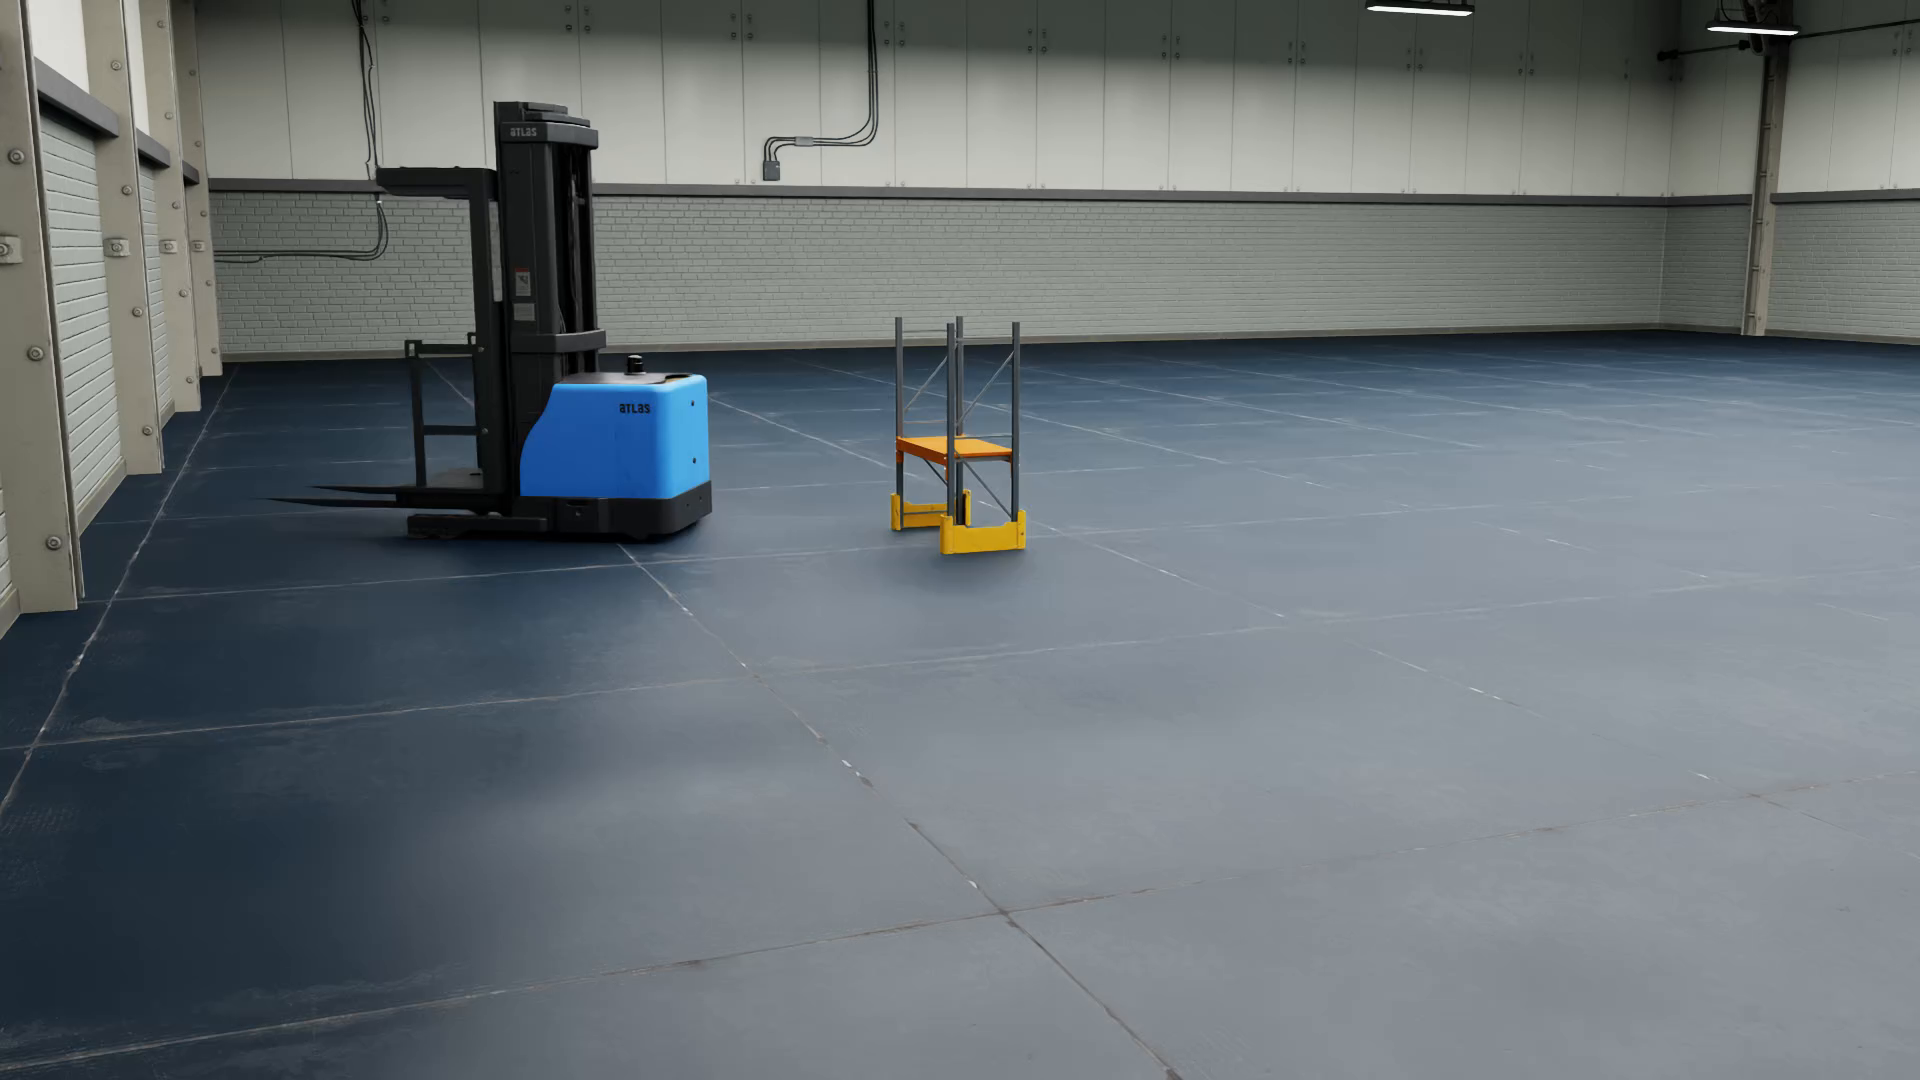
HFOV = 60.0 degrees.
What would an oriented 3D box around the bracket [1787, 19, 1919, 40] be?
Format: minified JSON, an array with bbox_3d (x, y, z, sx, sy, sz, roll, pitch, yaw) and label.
[{"bbox_3d":[18.460,-10.265,33.152,0.076,0.066,4.783,-4,11,-21],"label":"bracket"}]

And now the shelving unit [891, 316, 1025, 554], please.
[{"bbox_3d":[-0.028,-0.751,11.359,0.587,1.500,1.083,-4,11,-21],"label":"shelving unit"}]

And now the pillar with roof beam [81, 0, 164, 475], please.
[{"bbox_3d":[-3.292,-5.319,15.625,9.100,9.000,0.400,-4,11,-21],"label":"pillar with roof beam"}]

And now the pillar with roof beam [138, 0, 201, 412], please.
[{"bbox_3d":[-5.466,-6.298,21.131,9.100,9.000,0.400,-4,11,-21],"label":"pillar with roof beam"}]

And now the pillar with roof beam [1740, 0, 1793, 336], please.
[{"bbox_3d":[13.694,-8.730,34.803,9.100,9.000,0.548,-4,11,-21],"label":"pillar with roof beam"}]

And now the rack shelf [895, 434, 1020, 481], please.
[{"bbox_3d":[-0.031,-0.575,11.399,0.538,0.185,1.000,-4,11,-21],"label":"rack shelf"}]

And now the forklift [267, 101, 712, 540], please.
[{"bbox_3d":[-3.371,-1.537,11.694,3.031,2.935,1.130,1,10,8],"label":"forklift"}]

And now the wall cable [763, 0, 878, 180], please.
[{"bbox_3d":[-2.634,-9.843,31.351,2.305,6.003,0.169,-4,11,-21],"label":"wall cable"}]

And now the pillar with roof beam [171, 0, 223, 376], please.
[{"bbox_3d":[-7.640,-7.277,26.637,9.100,9.000,0.548,-4,11,-21],"label":"pillar with roof beam"}]

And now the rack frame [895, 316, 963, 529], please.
[{"bbox_3d":[-0.215,-0.835,11.834,0.500,1.500,0.032,-4,11,-21],"label":"rack frame"}]

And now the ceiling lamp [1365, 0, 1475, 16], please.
[{"bbox_3d":[7.642,-10.466,27.894,2.000,3.185,0.800,-4,11,-21],"label":"ceiling lamp"}]

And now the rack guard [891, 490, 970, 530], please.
[{"bbox_3d":[-0.208,-0.217,11.925,0.587,0.250,0.087,-4,11,-21],"label":"rack guard"}]

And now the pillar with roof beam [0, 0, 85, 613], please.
[{"bbox_3d":[-1.117,-4.339,10.120,9.100,9.000,0.400,-4,11,-21],"label":"pillar with roof beam"}]

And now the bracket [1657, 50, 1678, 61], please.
[{"bbox_3d":[16.366,-11.207,38.453,0.235,0.232,0.430,-4,11,-21],"label":"bracket"}]

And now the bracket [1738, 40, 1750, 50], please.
[{"bbox_3d":[17.225,-10.821,36.278,0.235,0.232,0.430,-4,11,-21],"label":"bracket"}]

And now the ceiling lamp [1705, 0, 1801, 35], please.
[{"bbox_3d":[14.483,-10.932,30.513,2.000,3.185,0.800,-4,11,-21],"label":"ceiling lamp"}]

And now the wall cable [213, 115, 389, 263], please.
[{"bbox_3d":[-11.488,-6.040,28.548,3.097,2.526,0.112,-4,11,-21],"label":"wall cable"}]

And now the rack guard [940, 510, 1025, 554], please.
[{"bbox_3d":[0.153,-0.054,11.011,0.587,0.250,0.087,-4,11,-21],"label":"rack guard"}]

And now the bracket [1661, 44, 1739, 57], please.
[{"bbox_3d":[16.580,-11.111,37.911,0.076,0.066,3.189,-4,11,-21],"label":"bracket"}]

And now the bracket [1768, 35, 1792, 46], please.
[{"bbox_3d":[17.526,-10.685,35.517,0.235,0.232,0.430,-4,11,-21],"label":"bracket"}]

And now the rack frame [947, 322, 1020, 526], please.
[{"bbox_3d":[0.153,-0.669,10.901,0.500,1.500,0.032,-4,11,-21],"label":"rack frame"}]

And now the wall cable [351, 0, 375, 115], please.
[{"bbox_3d":[-8.966,-8.698,29.071,3.097,2.526,0.112,-4,11,-21],"label":"wall cable"}]
